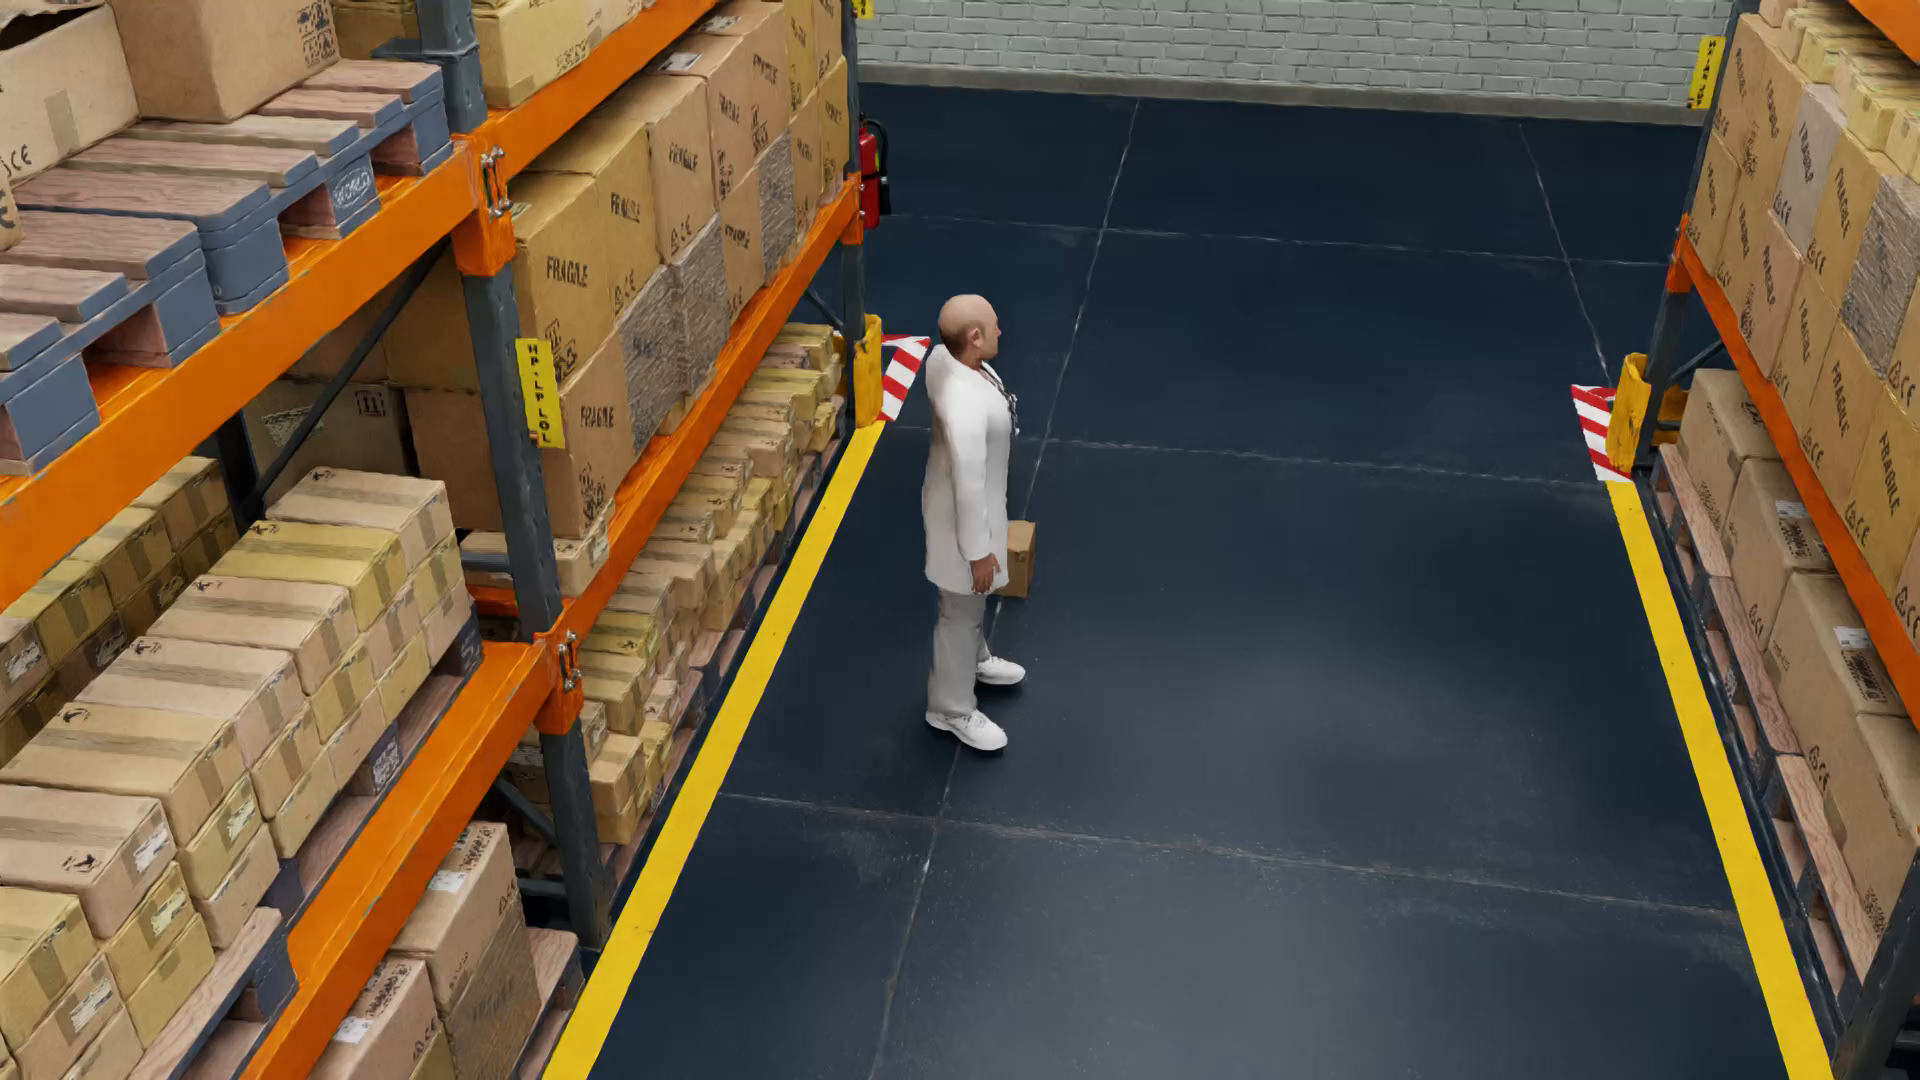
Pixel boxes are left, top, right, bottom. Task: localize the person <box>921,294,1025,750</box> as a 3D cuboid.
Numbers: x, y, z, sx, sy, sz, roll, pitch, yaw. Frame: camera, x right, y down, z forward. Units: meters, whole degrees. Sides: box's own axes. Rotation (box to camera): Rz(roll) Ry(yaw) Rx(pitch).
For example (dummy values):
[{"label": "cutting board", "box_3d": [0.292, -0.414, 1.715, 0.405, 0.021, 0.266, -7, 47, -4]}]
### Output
[{"label": "person", "box_3d": [0.064, -0.104, 6.255, 0.431, 1.795, 0.695, -3, 32, -5]}]
